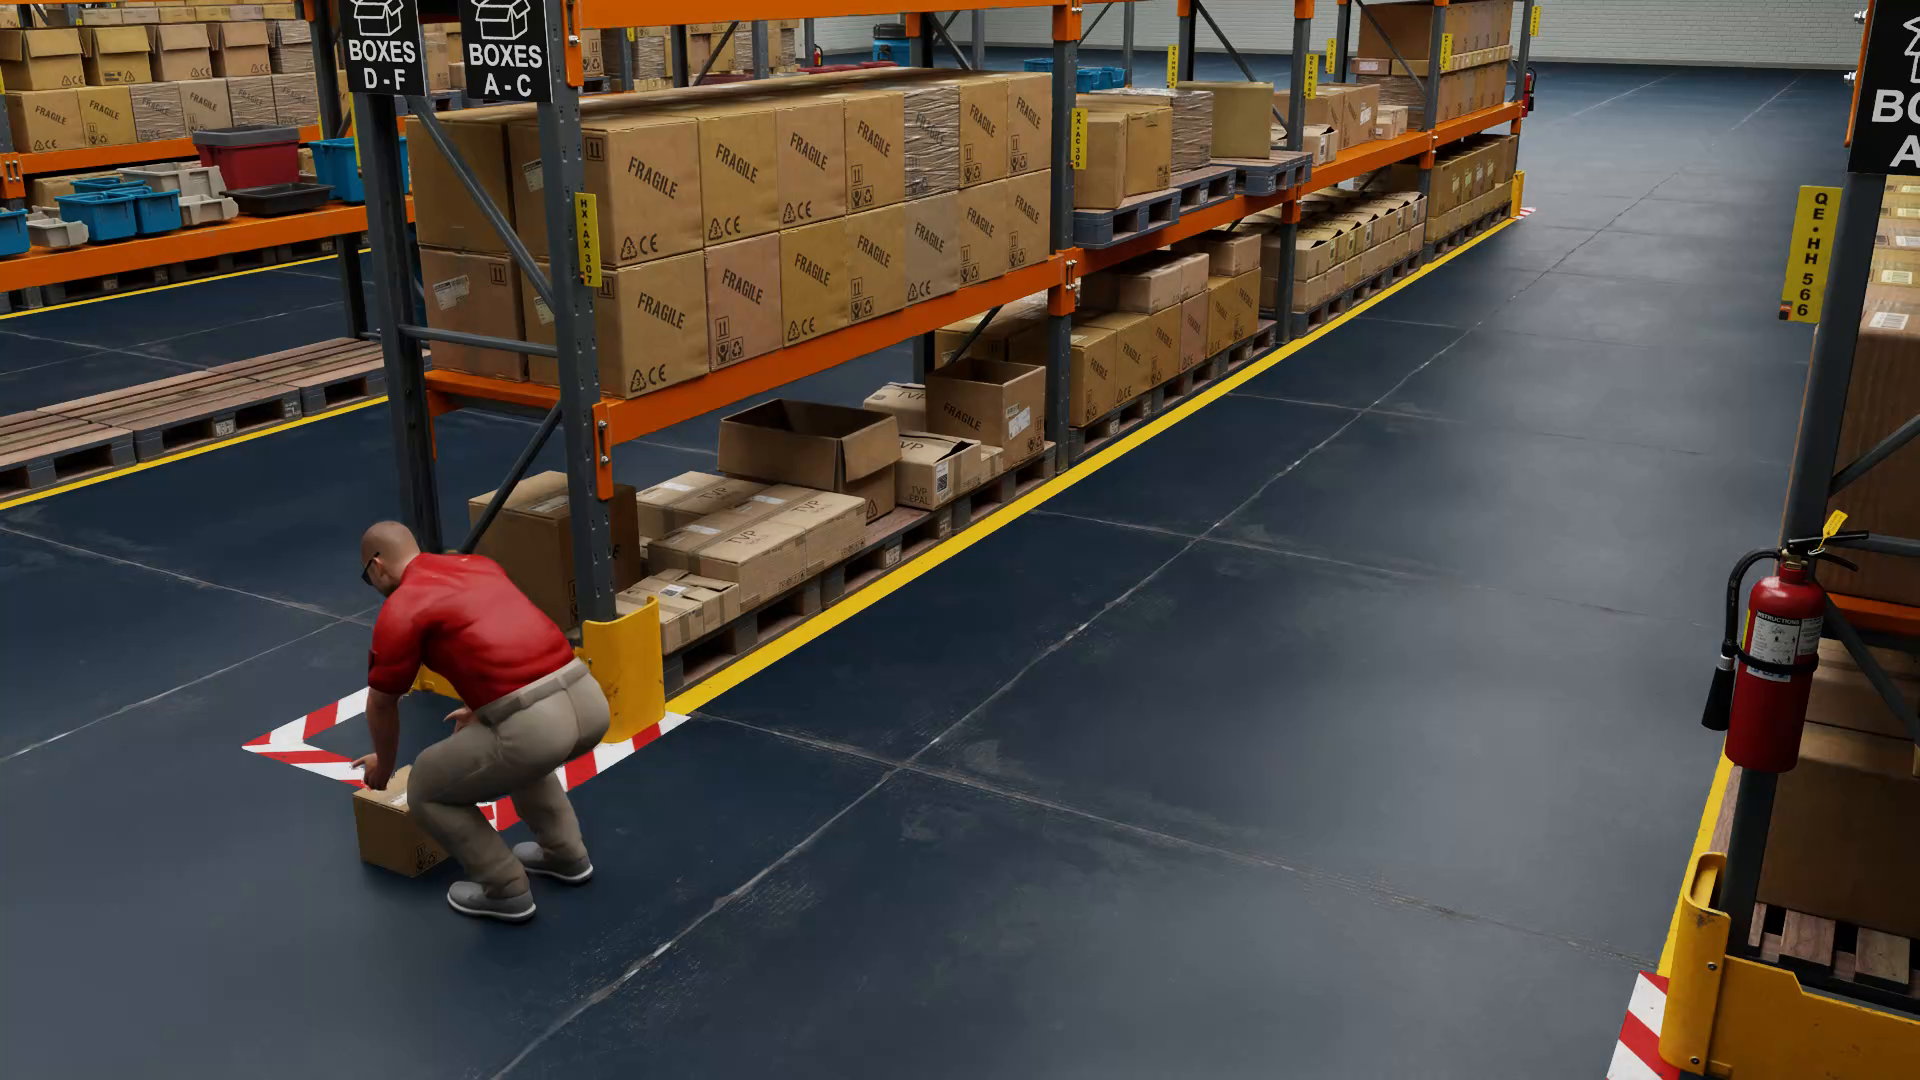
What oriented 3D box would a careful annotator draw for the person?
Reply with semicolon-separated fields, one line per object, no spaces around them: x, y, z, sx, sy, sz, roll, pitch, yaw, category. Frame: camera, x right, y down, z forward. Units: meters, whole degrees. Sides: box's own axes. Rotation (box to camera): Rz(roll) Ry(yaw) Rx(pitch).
-1.515;0.567;5.239;0.794;1.228;0.583;10;22;27;person
